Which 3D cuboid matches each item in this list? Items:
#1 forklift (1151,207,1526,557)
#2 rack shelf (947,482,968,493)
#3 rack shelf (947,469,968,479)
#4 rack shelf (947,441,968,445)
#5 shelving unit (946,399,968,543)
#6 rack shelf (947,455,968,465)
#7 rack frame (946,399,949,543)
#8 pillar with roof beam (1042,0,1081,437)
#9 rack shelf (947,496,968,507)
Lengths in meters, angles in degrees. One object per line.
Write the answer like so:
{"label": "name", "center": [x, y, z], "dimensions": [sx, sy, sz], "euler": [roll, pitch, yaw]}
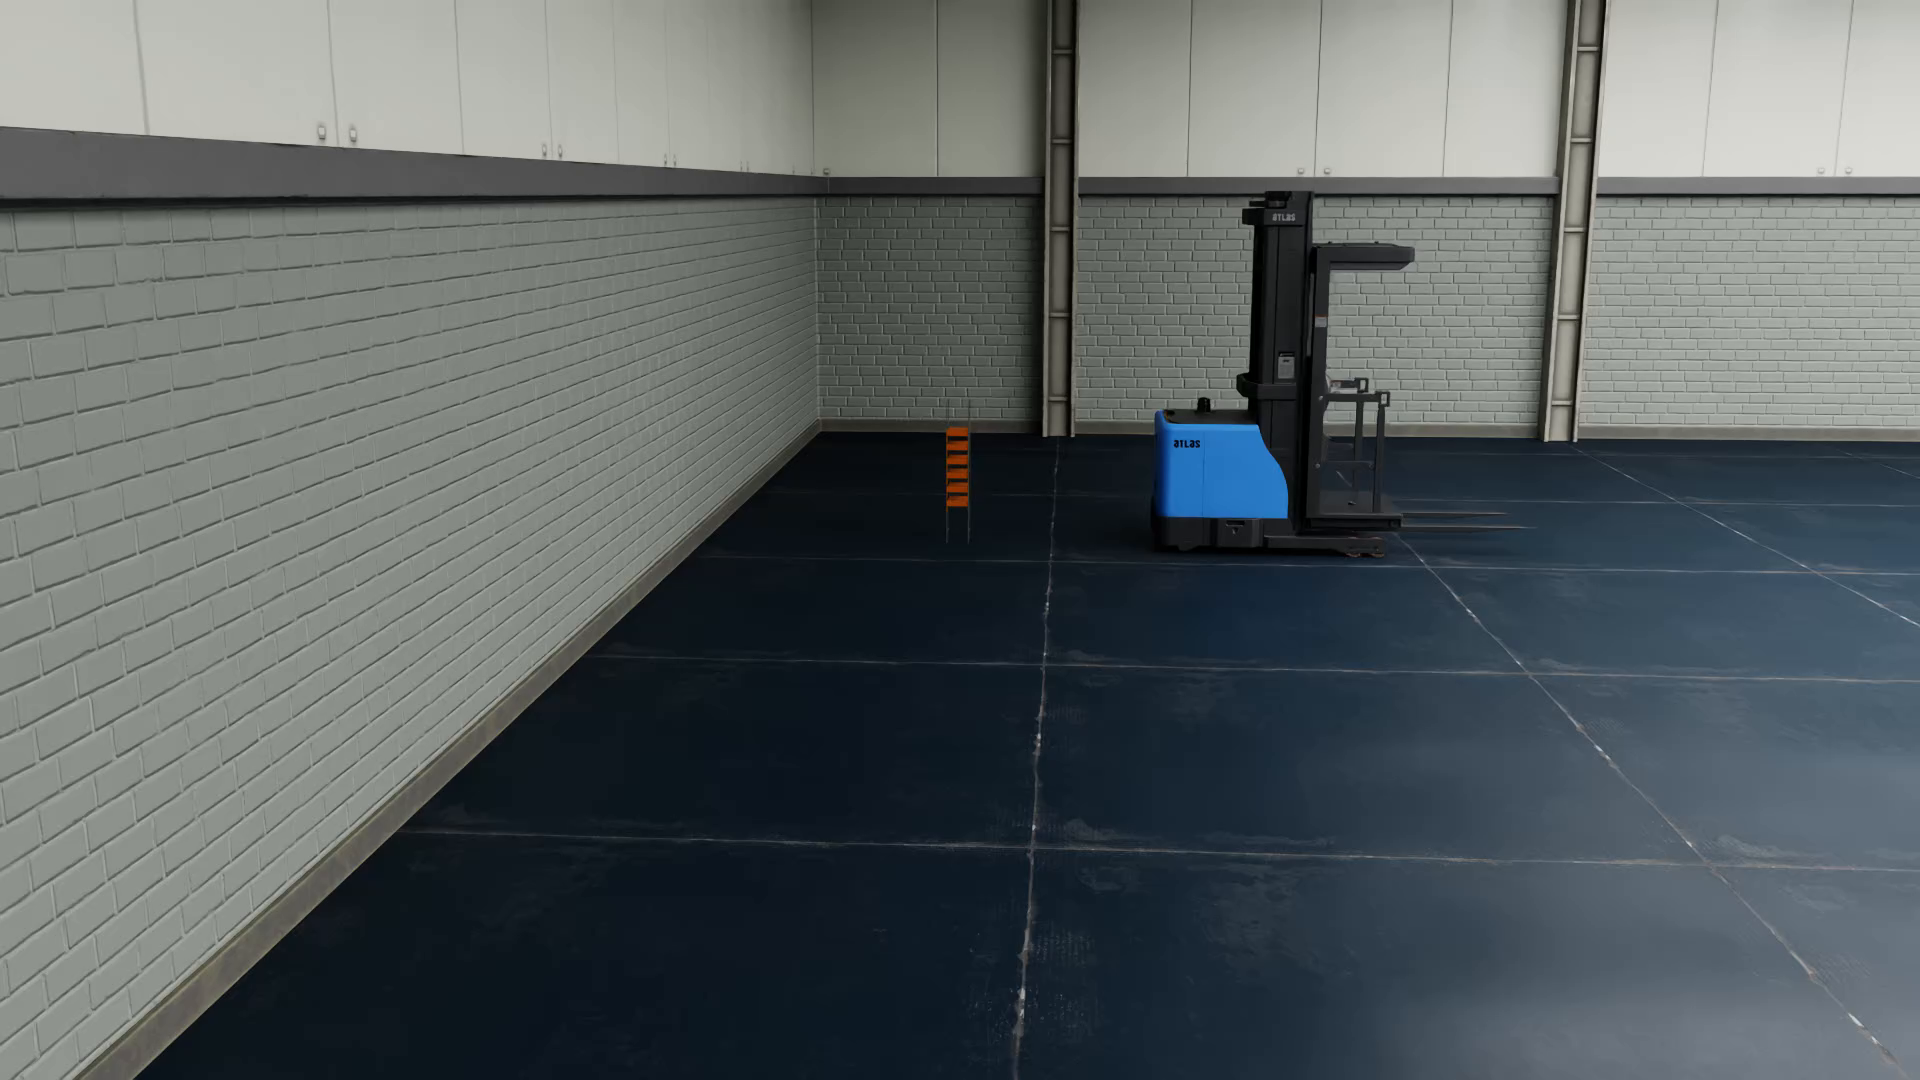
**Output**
{"label": "forklift", "center": [3.161, -1.340, 13.841], "dimensions": [3.031, 2.797, 1.129], "euler": [1, 12, 4]}
{"label": "rack shelf", "center": [-0.014, -0.427, 14.180], "dimensions": [0.180, 0.103, 0.258], "euler": [1, 12, 4]}
{"label": "rack shelf", "center": [-0.014, -0.544, 14.155], "dimensions": [0.180, 0.103, 0.258], "euler": [1, 12, 4]}
{"label": "rack shelf", "center": [-0.014, -0.806, 14.101], "dimensions": [0.171, 0.034, 0.221], "euler": [1, 12, 4]}
{"label": "shelving unit", "center": [-0.017, -0.588, 14.146], "dimensions": [0.184, 1.200, 0.258], "euler": [1, 12, 4]}
{"label": "rack shelf", "center": [-0.014, -0.661, 14.131], "dimensions": [0.180, 0.103, 0.258], "euler": [1, 12, 4]}
{"label": "rack frame", "center": [-0.106, -0.589, 14.152], "dimensions": [0.006, 1.200, 0.240], "euler": [1, 12, 4]}
{"label": "pillar with roof beam", "center": [0.924, -4.817, 15.317], "dimensions": [0.400, 9.000, 9.100], "euler": [1, 12, 4]}
{"label": "rack shelf", "center": [-0.014, -0.309, 14.204], "dimensions": [0.180, 0.103, 0.258], "euler": [1, 12, 4]}
